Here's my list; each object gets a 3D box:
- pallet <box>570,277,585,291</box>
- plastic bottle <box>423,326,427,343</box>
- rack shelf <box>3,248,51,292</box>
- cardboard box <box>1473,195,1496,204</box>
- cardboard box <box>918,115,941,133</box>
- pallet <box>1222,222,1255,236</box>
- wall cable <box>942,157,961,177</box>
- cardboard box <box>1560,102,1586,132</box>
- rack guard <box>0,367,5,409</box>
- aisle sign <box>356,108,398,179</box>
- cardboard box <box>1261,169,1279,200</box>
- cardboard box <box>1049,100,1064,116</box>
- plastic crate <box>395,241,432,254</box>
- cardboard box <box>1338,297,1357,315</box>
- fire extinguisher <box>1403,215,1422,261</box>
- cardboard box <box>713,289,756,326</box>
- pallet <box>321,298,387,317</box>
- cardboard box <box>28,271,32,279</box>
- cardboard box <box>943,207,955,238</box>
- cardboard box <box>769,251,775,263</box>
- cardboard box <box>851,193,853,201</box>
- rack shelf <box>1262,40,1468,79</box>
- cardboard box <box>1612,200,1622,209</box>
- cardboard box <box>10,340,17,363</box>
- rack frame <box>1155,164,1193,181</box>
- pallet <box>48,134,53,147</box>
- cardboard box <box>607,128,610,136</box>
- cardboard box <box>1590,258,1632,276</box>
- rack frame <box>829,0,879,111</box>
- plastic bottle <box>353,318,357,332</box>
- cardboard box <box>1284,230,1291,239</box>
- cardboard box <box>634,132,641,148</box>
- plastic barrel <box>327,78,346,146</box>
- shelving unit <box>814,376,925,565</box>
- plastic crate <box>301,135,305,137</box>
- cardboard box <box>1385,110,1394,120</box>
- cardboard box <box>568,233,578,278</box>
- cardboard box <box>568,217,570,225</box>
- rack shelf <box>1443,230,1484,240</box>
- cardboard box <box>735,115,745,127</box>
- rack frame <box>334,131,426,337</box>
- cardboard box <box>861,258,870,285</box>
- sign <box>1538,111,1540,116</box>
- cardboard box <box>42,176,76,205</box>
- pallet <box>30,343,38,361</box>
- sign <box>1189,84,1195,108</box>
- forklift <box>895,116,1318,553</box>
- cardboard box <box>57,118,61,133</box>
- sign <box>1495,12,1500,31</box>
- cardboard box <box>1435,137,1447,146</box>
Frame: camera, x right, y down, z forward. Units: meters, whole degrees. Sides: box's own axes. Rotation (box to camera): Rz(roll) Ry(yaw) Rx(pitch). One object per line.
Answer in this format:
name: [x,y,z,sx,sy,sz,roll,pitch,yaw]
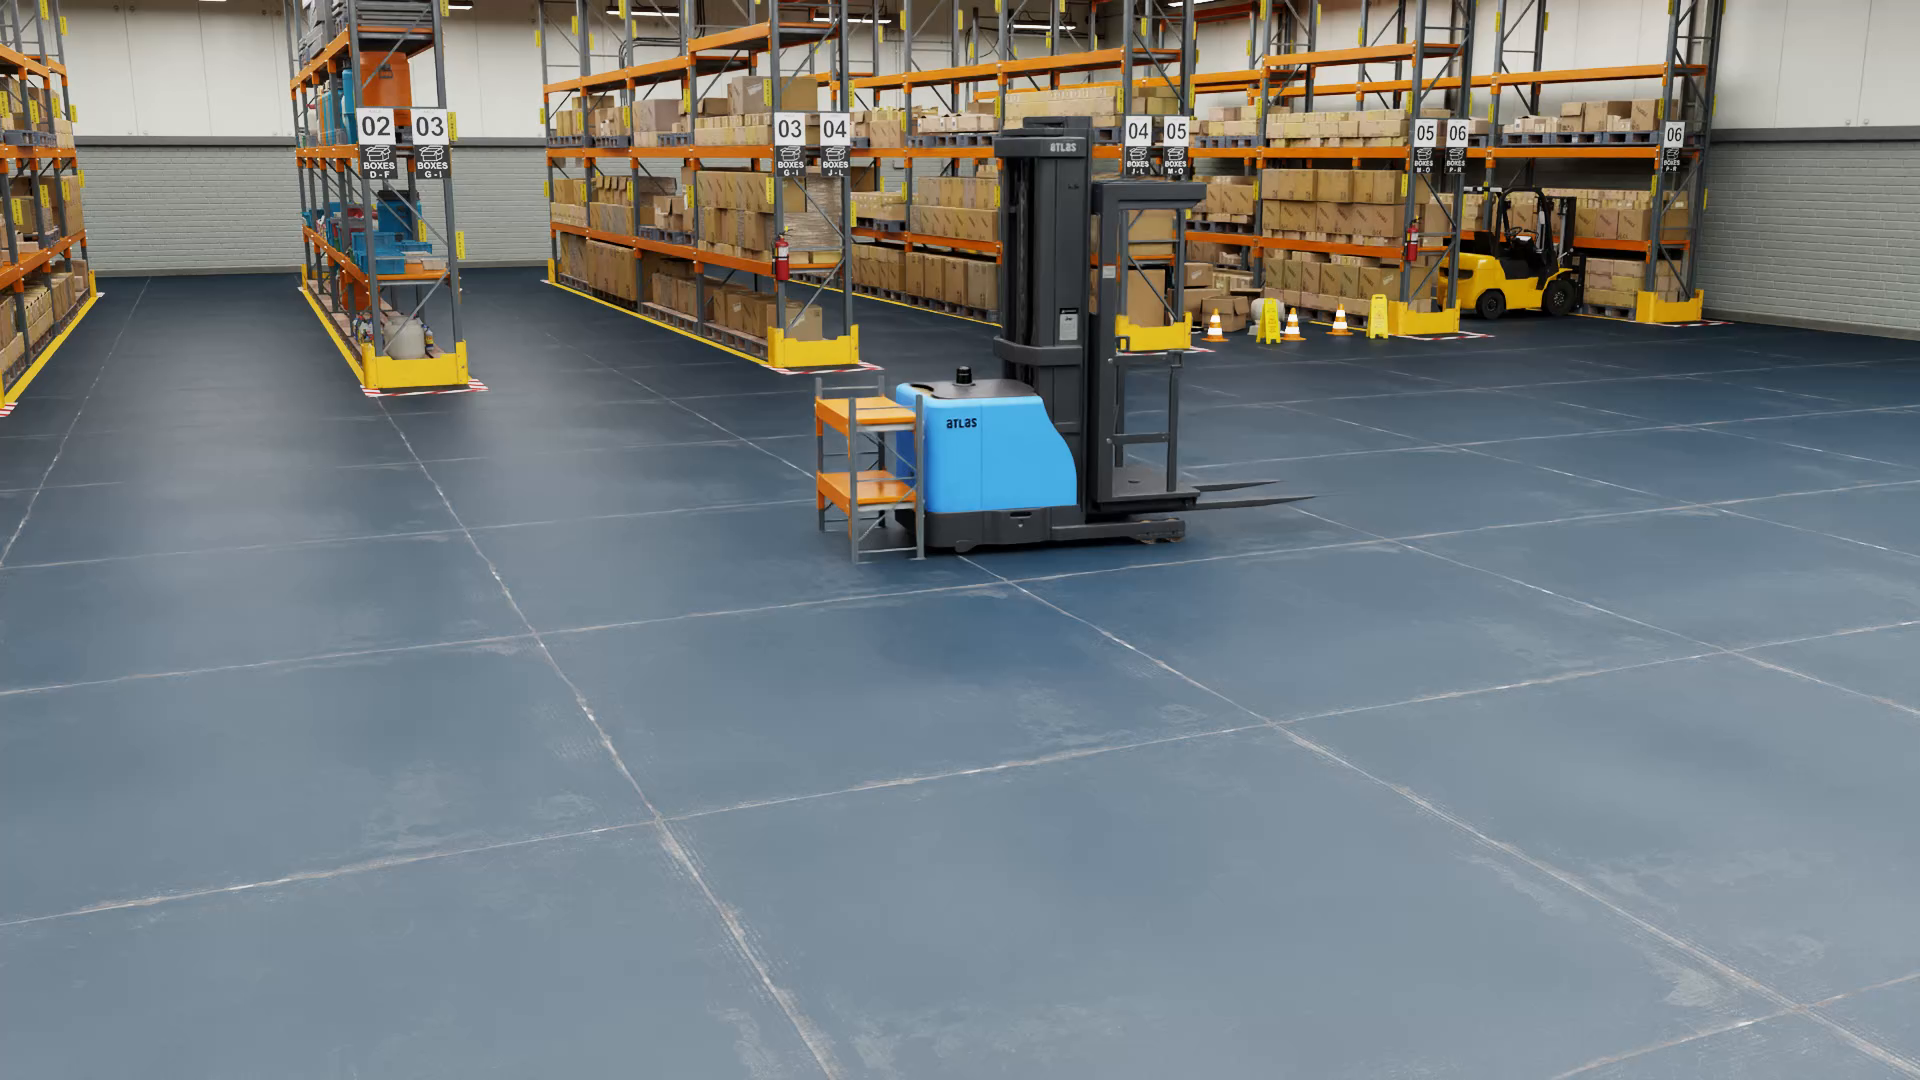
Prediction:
pallet: [-7.424,-5.295,34.280,1.003,0.211,1.213,-6,14,-23]
plastic bottle: [-7.008,-2.669,21.825,0.097,0.271,0.097,0,13,0]
rack shelf: [-13.373,-3.753,23.028,1.077,0.370,4.000,-6,14,-23]
cardboard box: [9.793,-6.344,30.966,0.380,0.149,0.250,-5,14,-21]
cardboard box: [-0.422,-7.340,29.322,0.500,0.311,0.500,-6,14,-23]
pallet: [5.414,-5.557,29.653,1.003,0.211,1.213,-6,14,-23]
wall cable: [-0.206,-9.747,45.078,0.588,1.984,0.122,-6,14,-23]
cardboard box: [10.817,-7.281,28.644,0.797,0.503,0.637,-5,14,-21]
rack guard: [-10.960,-1.641,17.852,1.175,0.500,0.348,-6,14,-23]
aisle sign: [-6.673,-4.535,19.048,0.394,0.787,0.004,-6,14,-23]
cardboard box: [5.564,-6.050,28.257,0.700,0.500,0.500,-6,14,-24]
cardboard box: [1.640,-6.359,24.559,0.500,0.250,0.500,-5,14,-22]
plastic crate: [-7.340,-3.860,22.226,0.499,0.251,0.616,-6,14,-23]
cardboard box: [6.418,-3.768,26.666,0.500,0.250,0.500,-6,14,-23]
fire extinguisher: [6.813,-4.550,25.048,0.296,0.674,0.183,-6,14,-23]
cardboard box: [-3.370,-3.485,24.886,0.500,0.500,0.500,-6,14,-25]
pallet: [-10.473,-4.016,28.752,1.003,0.211,1.213,-6,14,-23]
cardboard box: [-15.405,-4.376,27.031,0.500,0.250,0.500,-6,14,-23]
cardboard box: [0.027,-5.457,28.575,0.500,0.500,0.500,-6,14,-24]
cardboard box: [-2.294,-3.727,21.880,0.380,0.149,0.250,-6,14,-23]
cardboard box: [-1.958,-6.698,32.466,0.380,0.149,0.250,-6,14,-23]
rack shelf: [6.388,-7.637,26.512,1.077,0.370,4.000,-6,14,-23]
cardboard box: [11.162,-5.622,27.850,0.380,0.149,0.250,-5,14,-22]
cardboard box: [-11.781,-2.273,20.205,0.500,0.250,0.500,-6,14,-23]
rack frame: [5.326,-8.408,41.545,1.000,3.000,0.127,-6,14,-23]
pallet: [-15.161,-6.358,26.452,1.213,0.211,1.003,-6,14,-23]
cardboard box: [-6.239,-7.459,30.421,0.380,0.149,0.250,-6,14,-25]
cardboard box: [11.055,-4.626,28.155,0.500,0.250,0.500,-5,14,-22]
rack frame: [-2.113,-9.587,33.335,1.000,3.000,0.127,-6,14,-23]
plastic bottle: [-8.306,-2.917,22.894,0.097,0.271,0.097,0,13,0]
cardboard box: [5.702,-5.163,28.084,0.380,0.149,0.250,-6,14,-23]
cardboard box: [-5.141,-6.679,27.755,0.500,0.250,0.500,-5,14,-22]
plastic barrel: [-8.434,-5.928,23.066,0.600,0.901,0.708,-6,14,-23]
shelving unit: [-0.641,-0.512,11.585,0.538,1.125,1.048,-4,14,-17]
plastic crate: [-11.894,-7.329,30.602,0.416,0.233,0.300,-6,14,-23]
cardboard box: [6.715,-6.480,25.354,0.380,0.149,0.250,-5,14,-22]
cardboard box: [-7.606,-5.920,34.576,0.875,0.875,0.875,-6,14,-23]
cardboard box: [-7.737,-6.466,33.713,0.380,0.149,0.250,-5,14,-22]
rack shelf: [9.332,-5.991,32.699,1.077,0.370,4.000,-6,14,-23]
cardboard box: [-2.803,-5.639,22.378,0.380,0.149,0.250,-6,15,-26]
rack frame: [-8.032,-4.137,23.092,1.000,3.000,0.127,-6,14,-23]
cardboard box: [-1.624,-5.258,32.549,0.500,0.500,0.500,-5,14,-22]
sign: [10.641,-7.731,30.645,0.100,0.325,0.005,-6,14,-23]
cardboard box: [-16.328,-6.321,30.090,0.500,0.500,0.500,-5,14,-21]
pallet: [-12.903,-2.480,22.119,1.003,0.211,1.213,-6,14,-23]
sign: [3.205,-6.160,23.065,0.100,0.325,0.005,-6,14,-23]
forklift: [1.098,-1.509,11.891,3.031,2.935,1.130,-4,14,-16]
cardboard box: [-15.946,-7.201,28.902,0.500,0.250,0.500,-6,14,-23]
sign: [9.641,-9.293,29.819,0.100,0.325,0.005,-6,14,-23]
cardboard box: [7.354,-6.090,25.434,0.380,0.149,0.250,-6,14,-23]
